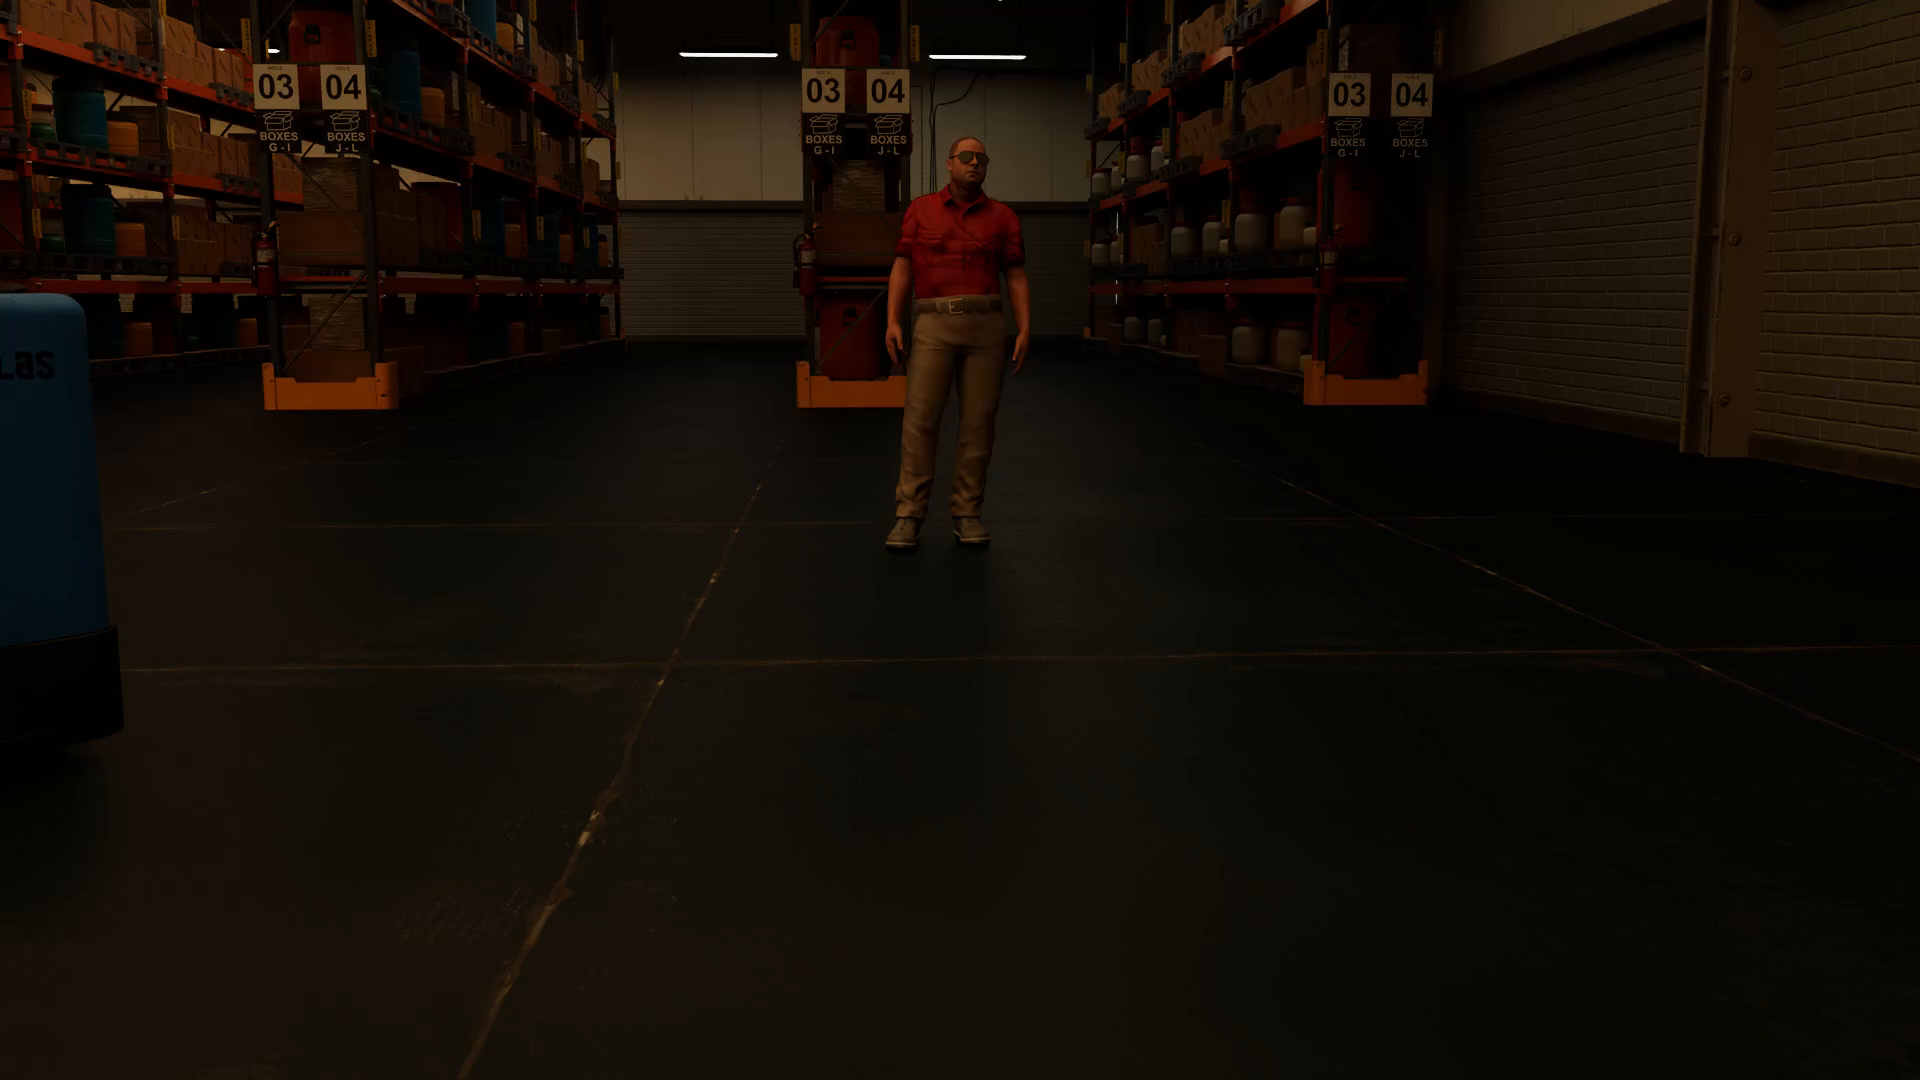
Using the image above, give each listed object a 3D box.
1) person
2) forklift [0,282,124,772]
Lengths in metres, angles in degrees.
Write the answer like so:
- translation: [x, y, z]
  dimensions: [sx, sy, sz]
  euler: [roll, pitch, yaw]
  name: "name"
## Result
- translation: [-0.006, -0.850, 7.092]
  dimensions: [0.641, 1.728, 0.550]
  euler: [-1, 8, -4]
  name: "person"
- translation: [-3.212, -0.804, 2.747]
  dimensions: [1.130, 2.935, 3.031]
  euler: [6, 10, 35]
  name: "forklift"
